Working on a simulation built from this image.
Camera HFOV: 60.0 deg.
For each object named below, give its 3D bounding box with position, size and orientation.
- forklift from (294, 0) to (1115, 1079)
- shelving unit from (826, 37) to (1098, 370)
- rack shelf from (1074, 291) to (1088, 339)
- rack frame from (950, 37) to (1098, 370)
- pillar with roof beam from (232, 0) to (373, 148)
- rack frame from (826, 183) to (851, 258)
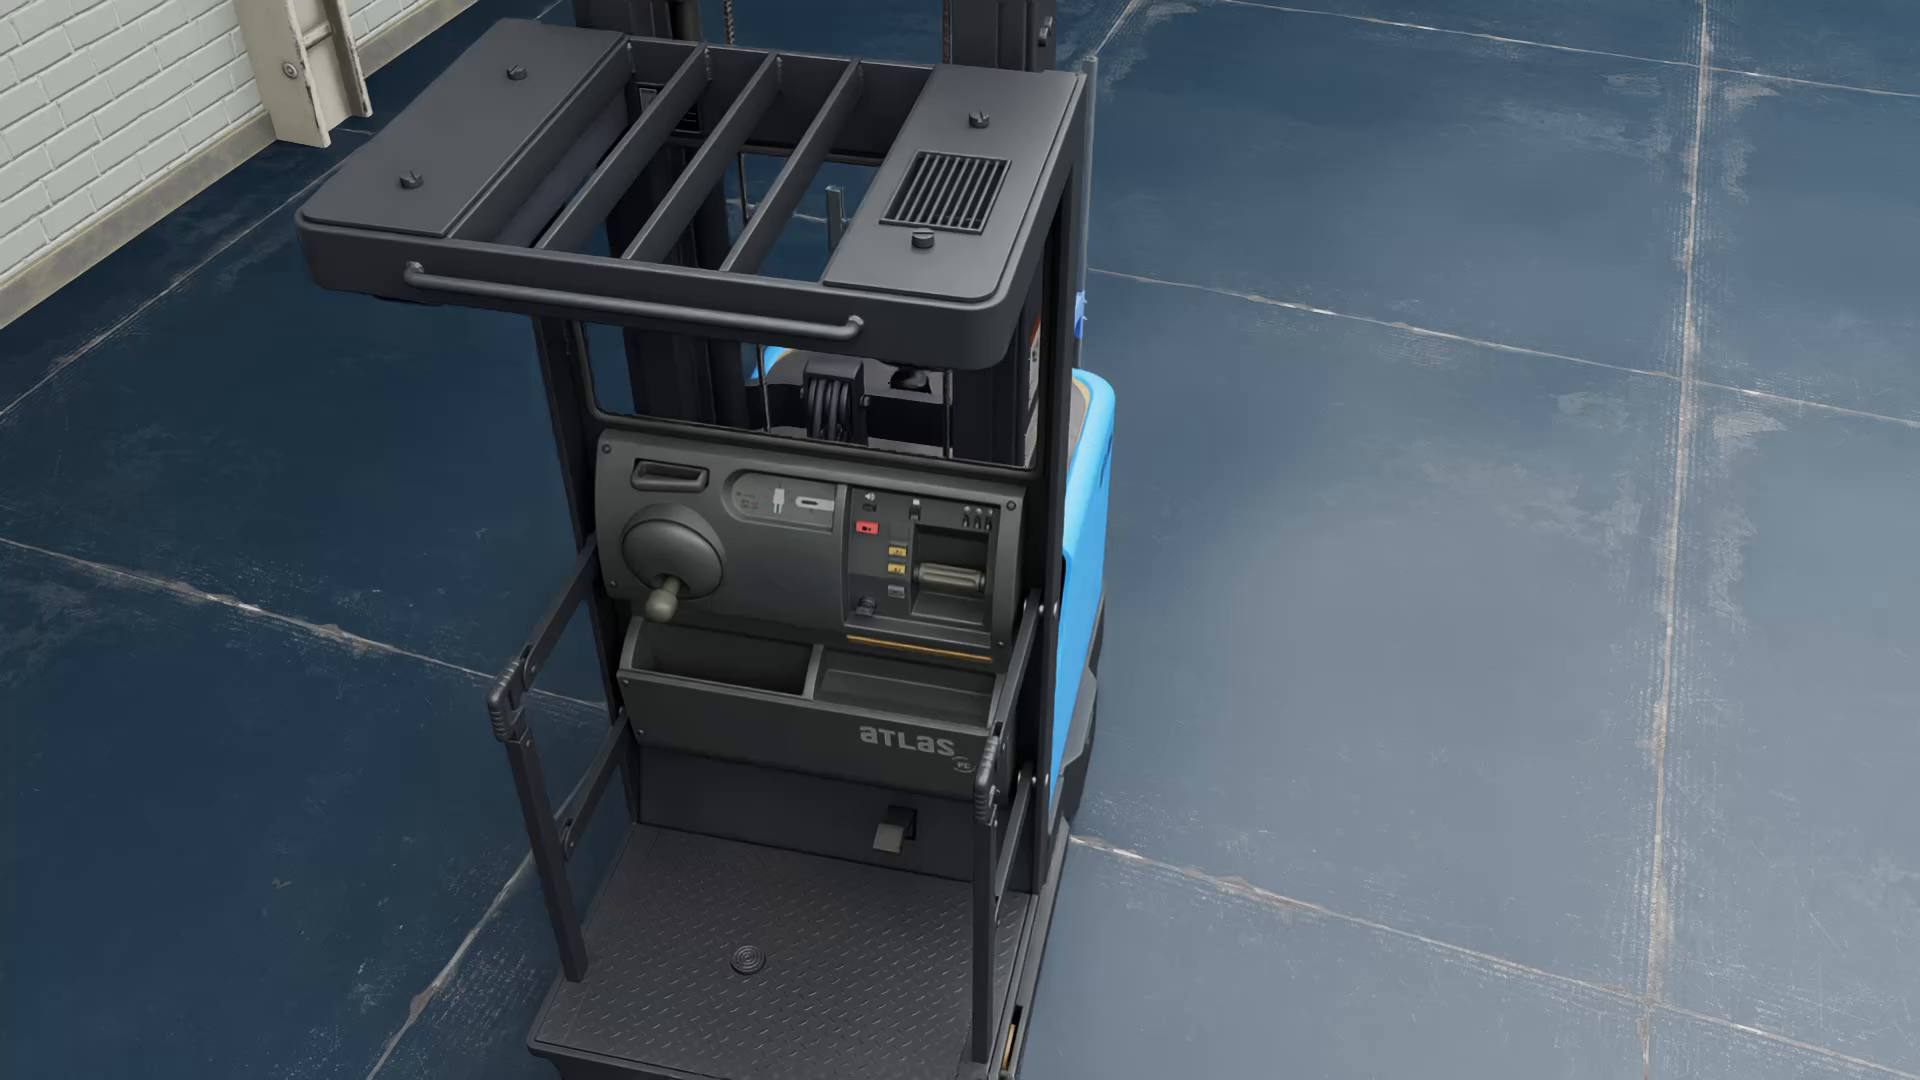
[{"bbox_3d":[-0.375,0.098,3.377,1.130,2.935,3.031,8,41,10],"label":"forklift"},{"bbox_3d":[0.032,-0.670,5.380,0.538,1.500,1.048,12,42,14],"label":"shelving unit"},{"bbox_3d":[0.032,-0.533,5.496,0.538,0.185,1.000,12,42,14],"label":"rack shelf"},{"bbox_3d":[0.190,-0.983,5.747,0.500,1.500,0.032,12,42,14],"label":"rack frame"},{"bbox_3d":[0.933,-4.495,4.086,9.100,9.000,0.400,13,42,15],"label":"pillar with roof beam"},{"bbox_3d":[-0.126,-0.356,5.012,0.500,1.500,0.032,12,42,14],"label":"rack frame"}]
